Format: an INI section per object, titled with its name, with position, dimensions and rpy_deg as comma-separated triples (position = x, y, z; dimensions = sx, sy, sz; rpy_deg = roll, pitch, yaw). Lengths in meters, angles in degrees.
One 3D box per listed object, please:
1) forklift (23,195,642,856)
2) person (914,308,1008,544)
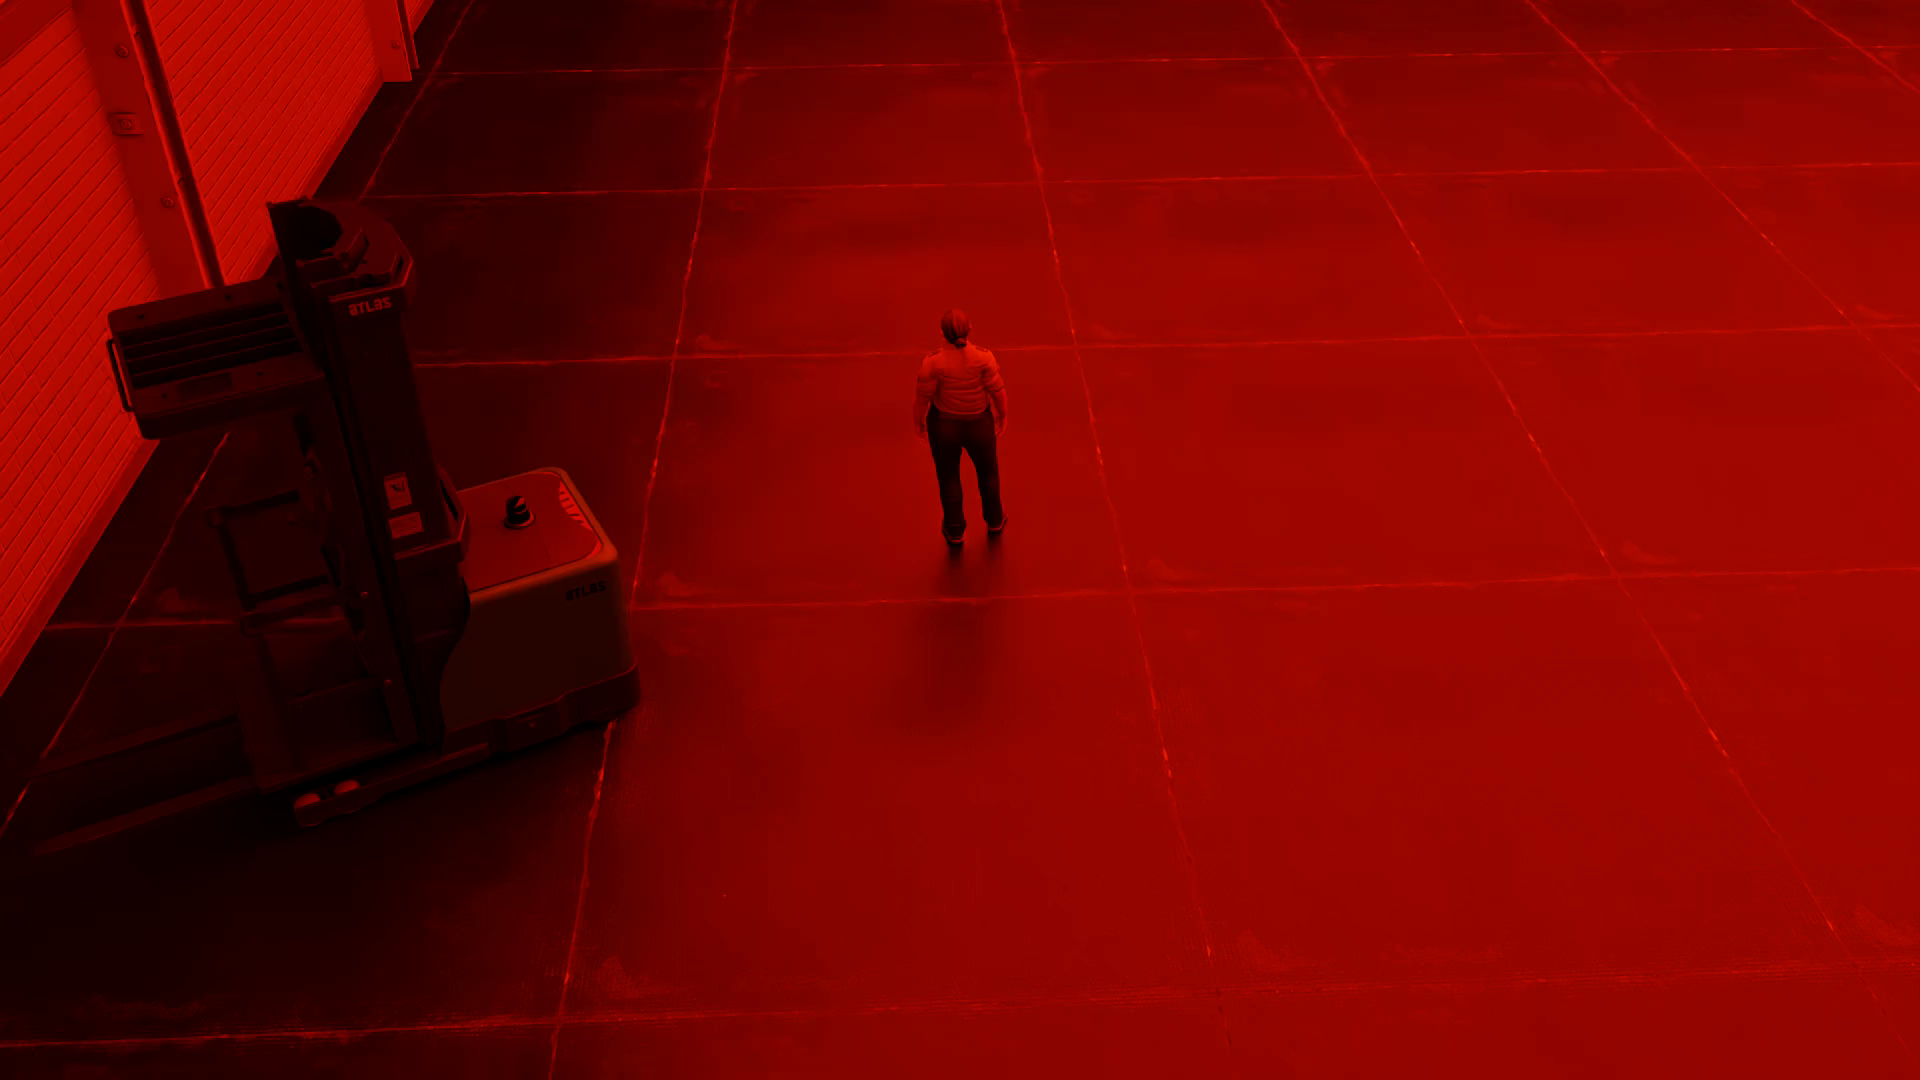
[forklift]
position = -3.303, -0.081, 8.122
dimensions = 3.031, 2.935, 1.130
rpy_deg = -18, 40, -23
[person]
position = 0.018, -0.725, 10.084
dimensions = 0.599, 1.650, 0.503
rpy_deg = -2, 36, -2
